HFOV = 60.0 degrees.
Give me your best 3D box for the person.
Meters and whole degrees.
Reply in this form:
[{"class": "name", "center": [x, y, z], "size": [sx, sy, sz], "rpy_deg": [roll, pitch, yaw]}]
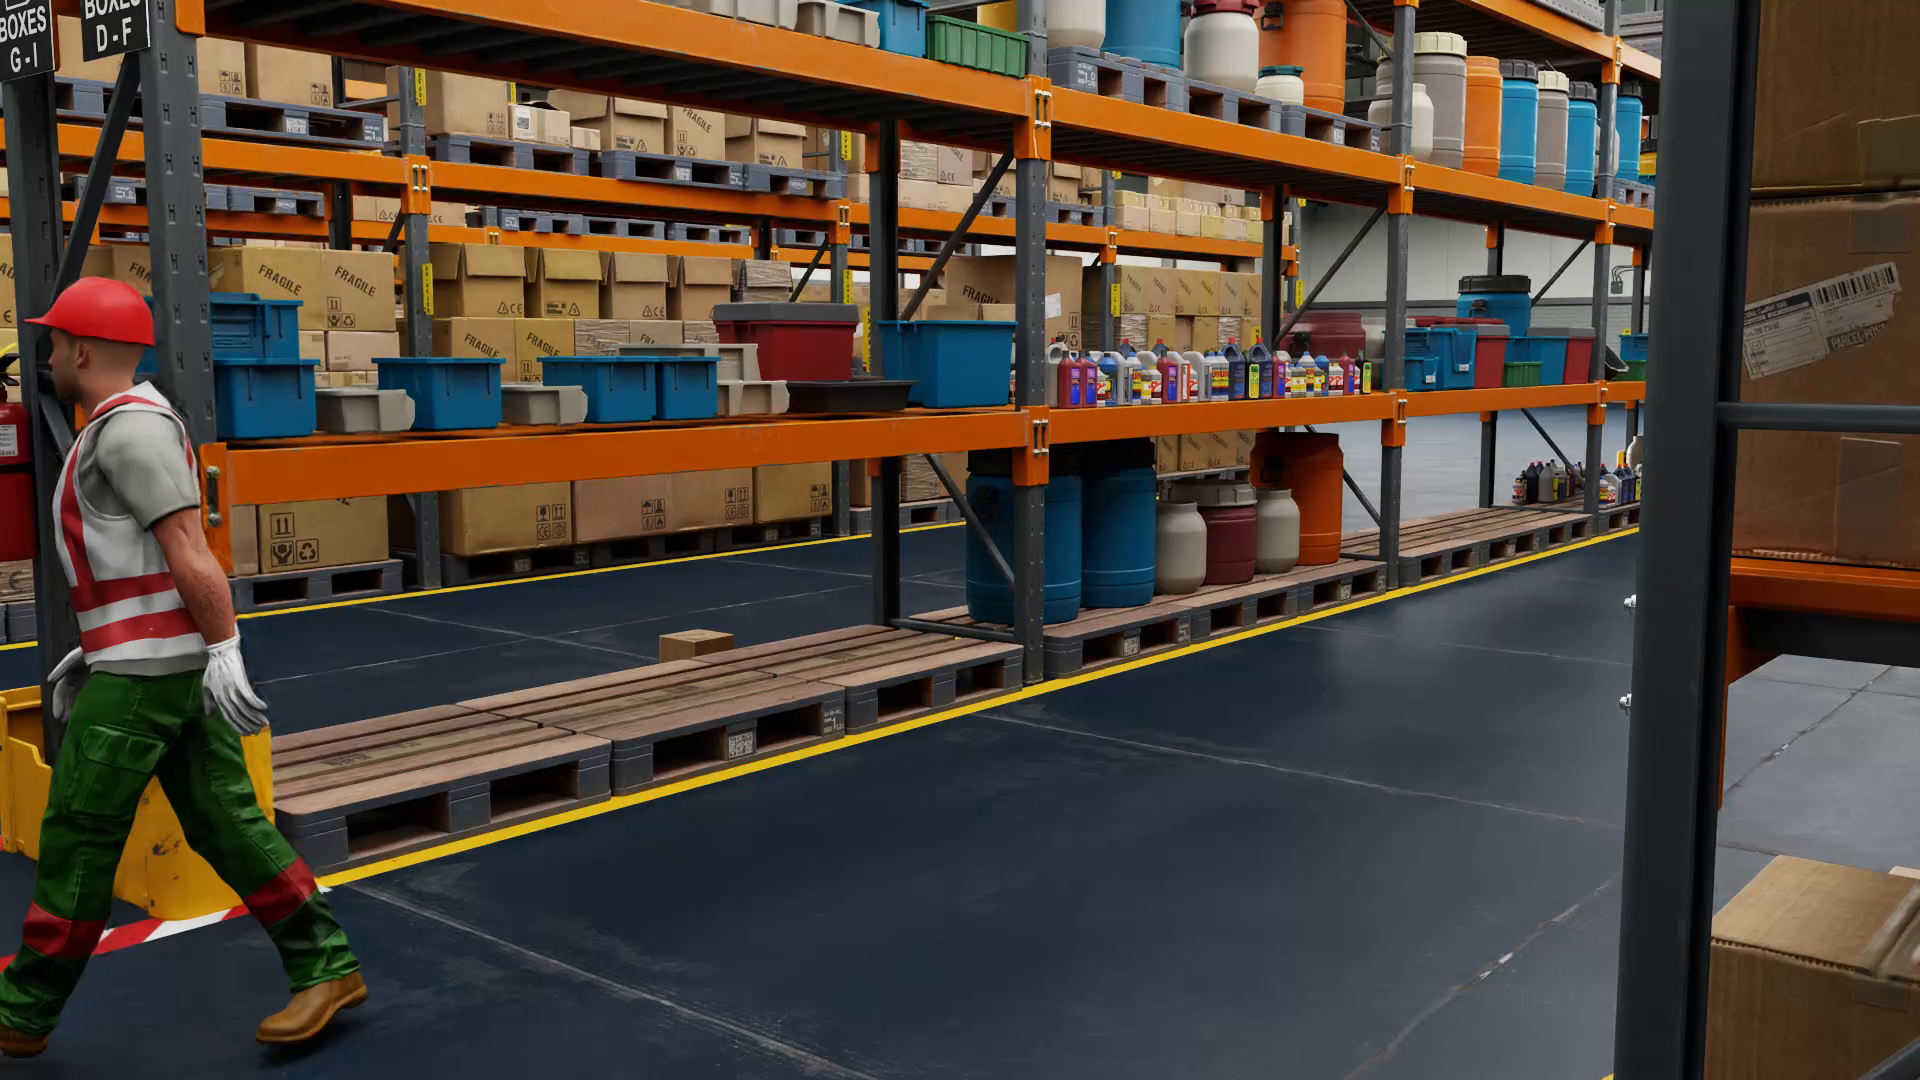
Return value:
[{"class": "person", "center": [-1.887, 0.277, 3.765], "size": [0.968, 1.729, 0.571], "rpy_deg": [-2, 7, -18]}]
